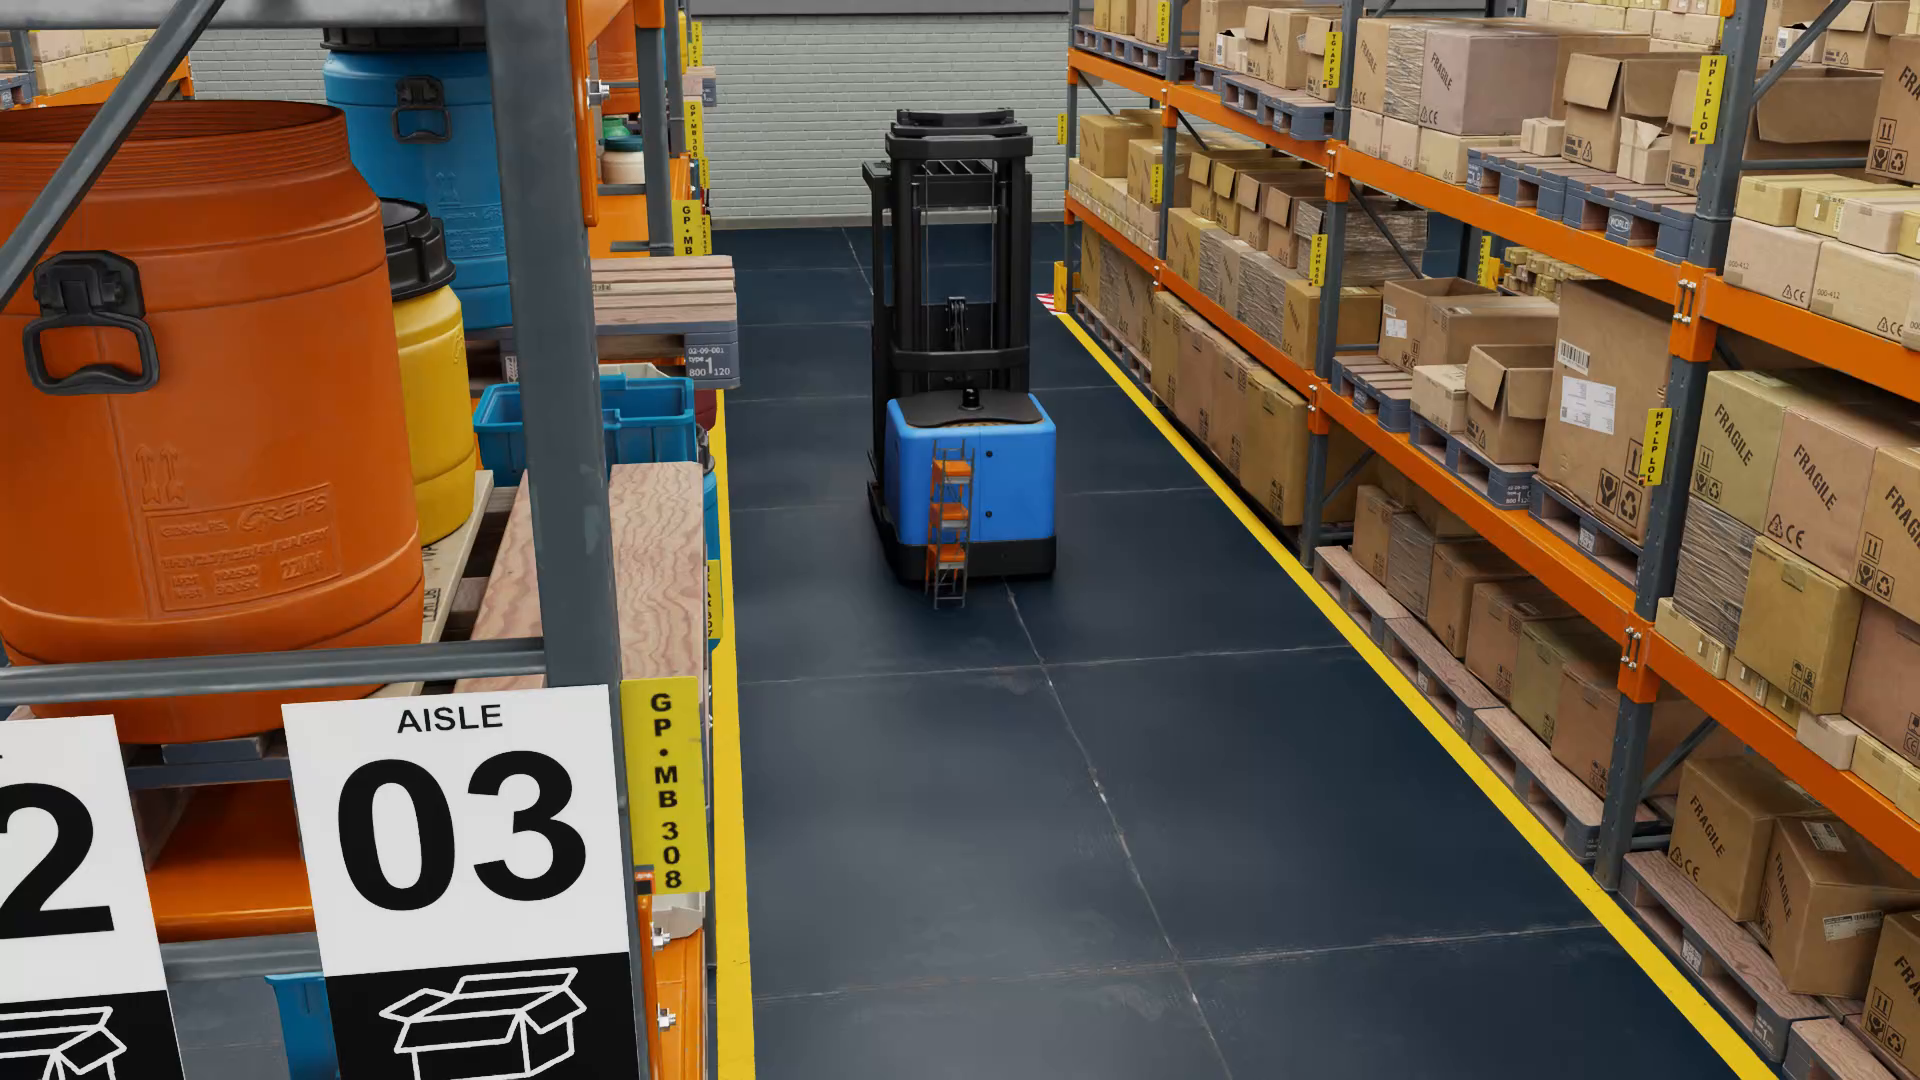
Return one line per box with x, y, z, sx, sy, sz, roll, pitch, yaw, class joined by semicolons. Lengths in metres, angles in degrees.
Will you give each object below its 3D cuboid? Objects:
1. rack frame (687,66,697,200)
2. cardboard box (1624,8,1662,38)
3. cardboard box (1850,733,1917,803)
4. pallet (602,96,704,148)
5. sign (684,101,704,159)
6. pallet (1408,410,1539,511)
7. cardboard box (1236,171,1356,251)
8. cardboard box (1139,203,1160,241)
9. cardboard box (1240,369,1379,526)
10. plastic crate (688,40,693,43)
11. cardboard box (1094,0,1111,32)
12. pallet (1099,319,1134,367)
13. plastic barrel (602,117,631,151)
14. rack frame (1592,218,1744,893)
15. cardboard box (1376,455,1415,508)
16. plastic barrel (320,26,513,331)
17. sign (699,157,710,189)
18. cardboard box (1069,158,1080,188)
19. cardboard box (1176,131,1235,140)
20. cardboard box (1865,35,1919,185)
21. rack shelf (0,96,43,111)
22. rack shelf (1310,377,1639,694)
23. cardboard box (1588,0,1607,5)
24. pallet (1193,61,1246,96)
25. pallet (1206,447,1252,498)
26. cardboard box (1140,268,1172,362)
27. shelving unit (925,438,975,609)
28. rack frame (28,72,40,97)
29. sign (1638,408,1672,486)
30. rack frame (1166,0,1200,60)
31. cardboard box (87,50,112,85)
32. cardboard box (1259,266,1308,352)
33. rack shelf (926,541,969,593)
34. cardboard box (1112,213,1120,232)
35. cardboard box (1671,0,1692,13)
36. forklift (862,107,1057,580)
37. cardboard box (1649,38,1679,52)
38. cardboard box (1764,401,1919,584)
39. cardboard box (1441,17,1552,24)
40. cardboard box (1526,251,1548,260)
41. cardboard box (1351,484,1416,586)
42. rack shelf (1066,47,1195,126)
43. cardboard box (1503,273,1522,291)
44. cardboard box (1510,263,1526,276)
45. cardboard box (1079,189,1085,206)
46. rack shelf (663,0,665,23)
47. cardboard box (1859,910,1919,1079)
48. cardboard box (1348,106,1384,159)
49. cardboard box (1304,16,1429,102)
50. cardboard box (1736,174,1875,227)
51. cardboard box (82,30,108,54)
-2.670;-2.385;13.815;1.000;3.000;0.127;-3;21;-8;rack frame
6.693;-4.927;15.834;0.500;0.250;0.500;-2;21;-6;cardboard box
3.323;0.774;5.717;0.380;0.149;0.250;-3;21;-8;cardboard box
-2.106;-2.587;10.338;1.003;0.211;1.213;-3;21;-8;pallet
-1.550;-2.387;9.682;0.100;0.325;0.005;-3;21;-8;sign
3.134;-0.477;8.980;1.003;0.211;1.213;-3;21;-8;pallet
2.524;-2.479;12.488;0.797;0.503;0.637;-2;21;-6;cardboard box
1.908;-2.844;14.832;0.500;0.250;0.500;-3;21;-9;cardboard box
2.729;-0.692;11.717;1.225;0.875;0.875;-4;21;-10;cardboard box
-2.821;-4.749;16.160;0.450;0.188;0.336;-3;21;-8;plastic crate
1.745;-5.337;16.546;0.700;0.500;0.500;-4;21;-10;cardboard box
2.020;-2.019;16.821;1.003;0.211;1.213;-3;21;-8;pallet
-2.007;-2.250;9.388;0.294;0.245;0.294;0;20;0;plastic barrel
3.385;0.135;7.068;1.000;3.000;0.127;-3;21;-8;rack frame
2.935;-0.406;10.388;0.500;0.250;0.500;-2;21;-6;cardboard box
-1.479;-1.102;4.776;0.600;0.901;0.708;-3;21;-8;plastic barrel
-2.704;-3.880;17.584;0.100;0.325;0.005;-3;21;-8;sign
1.457;-3.909;17.685;0.500;0.250;0.500;-3;21;-9;cardboard box
2.273;-3.585;15.745;0.500;0.500;0.500;-4;21;-9;cardboard box
3.702;-1.548;6.004;0.500;0.500;0.500;-4;21;-9;cardboard box
-7.283;-2.512;10.897;1.077;0.370;4.000;-3;21;-8;rack shelf
3.097;-0.221;9.048;1.077;0.370;4.000;-3;21;-8;rack shelf
6.505;-5.416;16.574;0.380;0.149;0.250;-2;21;-6;cardboard box
2.413;-3.636;13.150;0.805;0.209;1.217;-4;21;-10;pallet
2.597;-0.642;13.134;1.003;0.211;1.213;-3;21;-8;pallet
2.216;-2.069;15.405;0.875;0.875;0.875;-3;21;-8;cardboard box
-0.067;-0.102;10.463;0.215;1.050;0.252;-1;19;-15;shelving unit
-7.572;-2.137;13.150;1.000;3.000;0.127;-3;21;-8;rack frame
2.836;-0.378;6.787;0.100;0.325;0.005;-3;21;-8;sign
2.232;-5.445;13.435;1.000;3.000;0.127;-3;21;-8;rack frame
-7.536;-3.999;14.063;0.500;0.250;0.500;-3;21;-8;cardboard box
2.426;-1.628;11.646;0.500;0.500;0.500;-3;21;-8;cardboard box
-0.085;0.171;10.555;0.215;0.259;0.240;-1;19;-15;rack shelf
1.678;-3.051;15.958;0.380;0.149;0.250;-3;21;-9;cardboard box
6.714;-4.874;15.122;0.380;0.149;0.250;-3;21;-8;cardboard box
-0.093;-1.591;11.787;1.130;2.935;3.031;-3;21;-8;forklift
6.756;-4.515;15.445;0.500;0.250;0.500;-3;21;-8;cardboard box
3.272;-0.178;5.909;0.500;0.500;0.500;-3;21;-8;cardboard box
3.125;-2.784;9.738;0.500;0.500;0.500;-2;21;-6;cardboard box
6.476;-3.087;18.319;0.380;0.149;0.250;-3;21;-7;cardboard box
2.925;-0.054;10.518;0.700;0.500;0.500;-4;21;-11;cardboard box
1.943;-4.396;15.939;1.077;0.370;4.000;-3;21;-8;rack shelf
6.337;-2.899;18.665;0.380;0.149;0.250;-2;21;-7;cardboard box
6.399;-3.041;18.621;0.380;0.149;0.250;-2;21;-5;cardboard box
1.455;-3.585;17.388;0.380;0.149;0.250;-3;21;-9;cardboard box
-1.805;-2.594;7.400;1.077;0.370;4.000;-3;21;-8;rack shelf
3.660;1.658;5.961;0.500;0.500;0.500;-5;21;-13;cardboard box
2.624;-2.410;9.808;0.500;0.250;0.500;-3;21;-7;cardboard box
2.649;-3.108;10.716;0.797;0.503;0.637;-2;21;-5;cardboard box
3.127;-1.259;6.157;0.380;0.149;0.250;-4;21;-9;cardboard box
-7.530;-4.233;13.977;0.500;0.250;0.500;-3;21;-8;cardboard box
